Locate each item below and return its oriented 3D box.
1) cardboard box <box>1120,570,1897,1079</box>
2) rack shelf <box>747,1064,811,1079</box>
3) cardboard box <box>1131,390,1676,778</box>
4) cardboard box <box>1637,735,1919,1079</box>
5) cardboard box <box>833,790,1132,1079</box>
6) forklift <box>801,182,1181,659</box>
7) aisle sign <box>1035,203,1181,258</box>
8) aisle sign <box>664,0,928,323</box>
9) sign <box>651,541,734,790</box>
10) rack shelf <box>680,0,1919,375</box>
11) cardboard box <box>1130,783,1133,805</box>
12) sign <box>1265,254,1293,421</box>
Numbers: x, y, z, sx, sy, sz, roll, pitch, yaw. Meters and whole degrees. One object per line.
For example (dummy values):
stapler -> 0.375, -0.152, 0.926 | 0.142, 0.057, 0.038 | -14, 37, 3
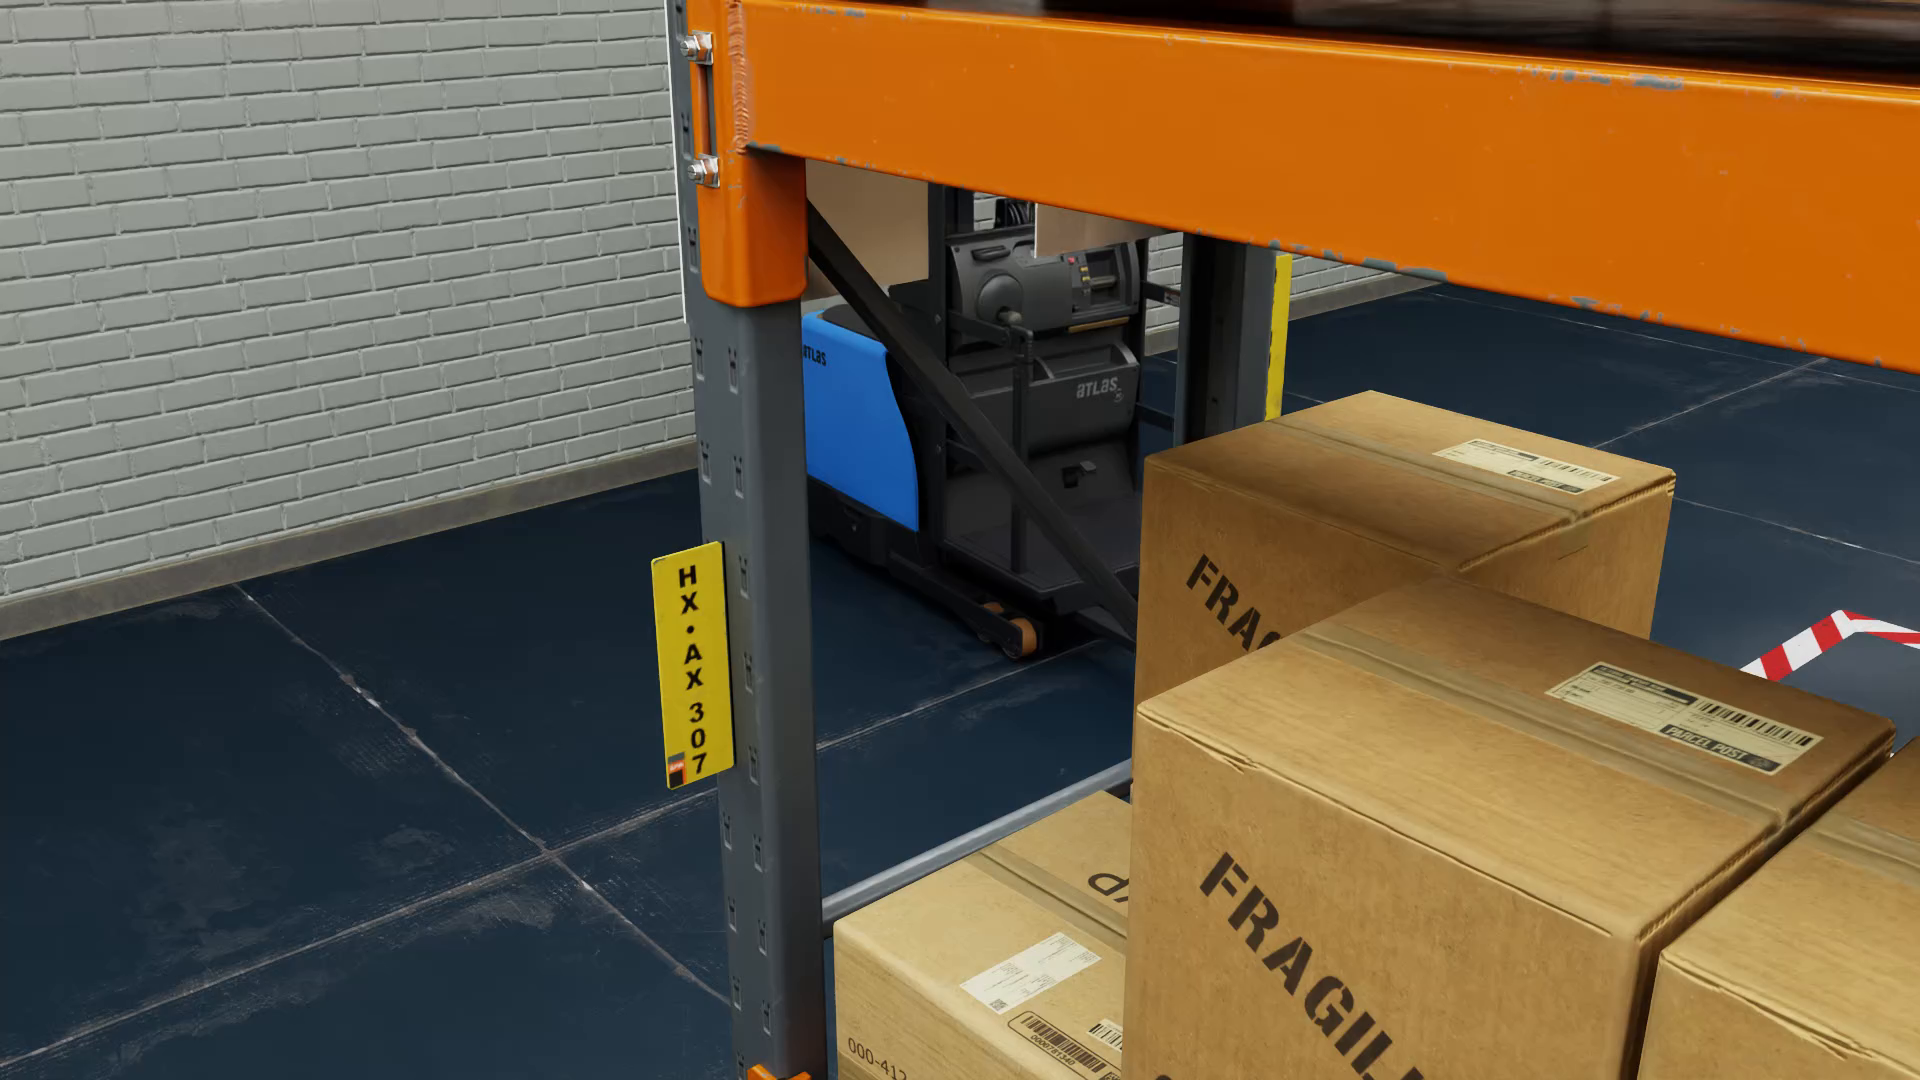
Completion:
cardboard box -> 0.515, 0.392, 1.641 | 0.500, 0.500, 0.500 | -18, 28, -39
rack shelf -> 1.385, 1.362, 1.380 | 1.077, 0.370, 4.000 | -17, 27, -37
cardboard box -> 0.597, 0.129, 2.312 | 0.500, 0.500, 0.500 | -17, 27, -37
cardboard box -> 0.858, 0.533, 1.279 | 0.500, 0.500, 0.500 | -18, 28, -39
cardboard box -> 0.189, 0.603, 2.130 | 0.500, 0.250, 0.500 | -18, 28, -39
forklift -> 0.486, -1.082, 6.727 | 1.130, 2.935, 3.031 | -14, 26, -32
aisle sign -> 0.260, -0.827, 2.419 | 0.394, 0.787, 0.004 | -17, 27, -37
aisle sign -> -0.194, -0.685, 2.054 | 0.394, 0.787, 0.004 | -17, 27, -37
sign -> -0.345, 0.165, 2.154 | 0.100, 0.325, 0.005 | -17, 27, -37
rack shelf -> 1.385, -0.035, 0.833 | 1.077, 0.370, 4.000 | -17, 27, -37
cardboard box -> 0.597, 0.476, 2.452 | 0.500, 0.250, 0.500 | -18, 28, -38
sign -> 0.500, -0.300, 2.725 | 0.100, 0.325, 0.005 | -17, 27, -37
